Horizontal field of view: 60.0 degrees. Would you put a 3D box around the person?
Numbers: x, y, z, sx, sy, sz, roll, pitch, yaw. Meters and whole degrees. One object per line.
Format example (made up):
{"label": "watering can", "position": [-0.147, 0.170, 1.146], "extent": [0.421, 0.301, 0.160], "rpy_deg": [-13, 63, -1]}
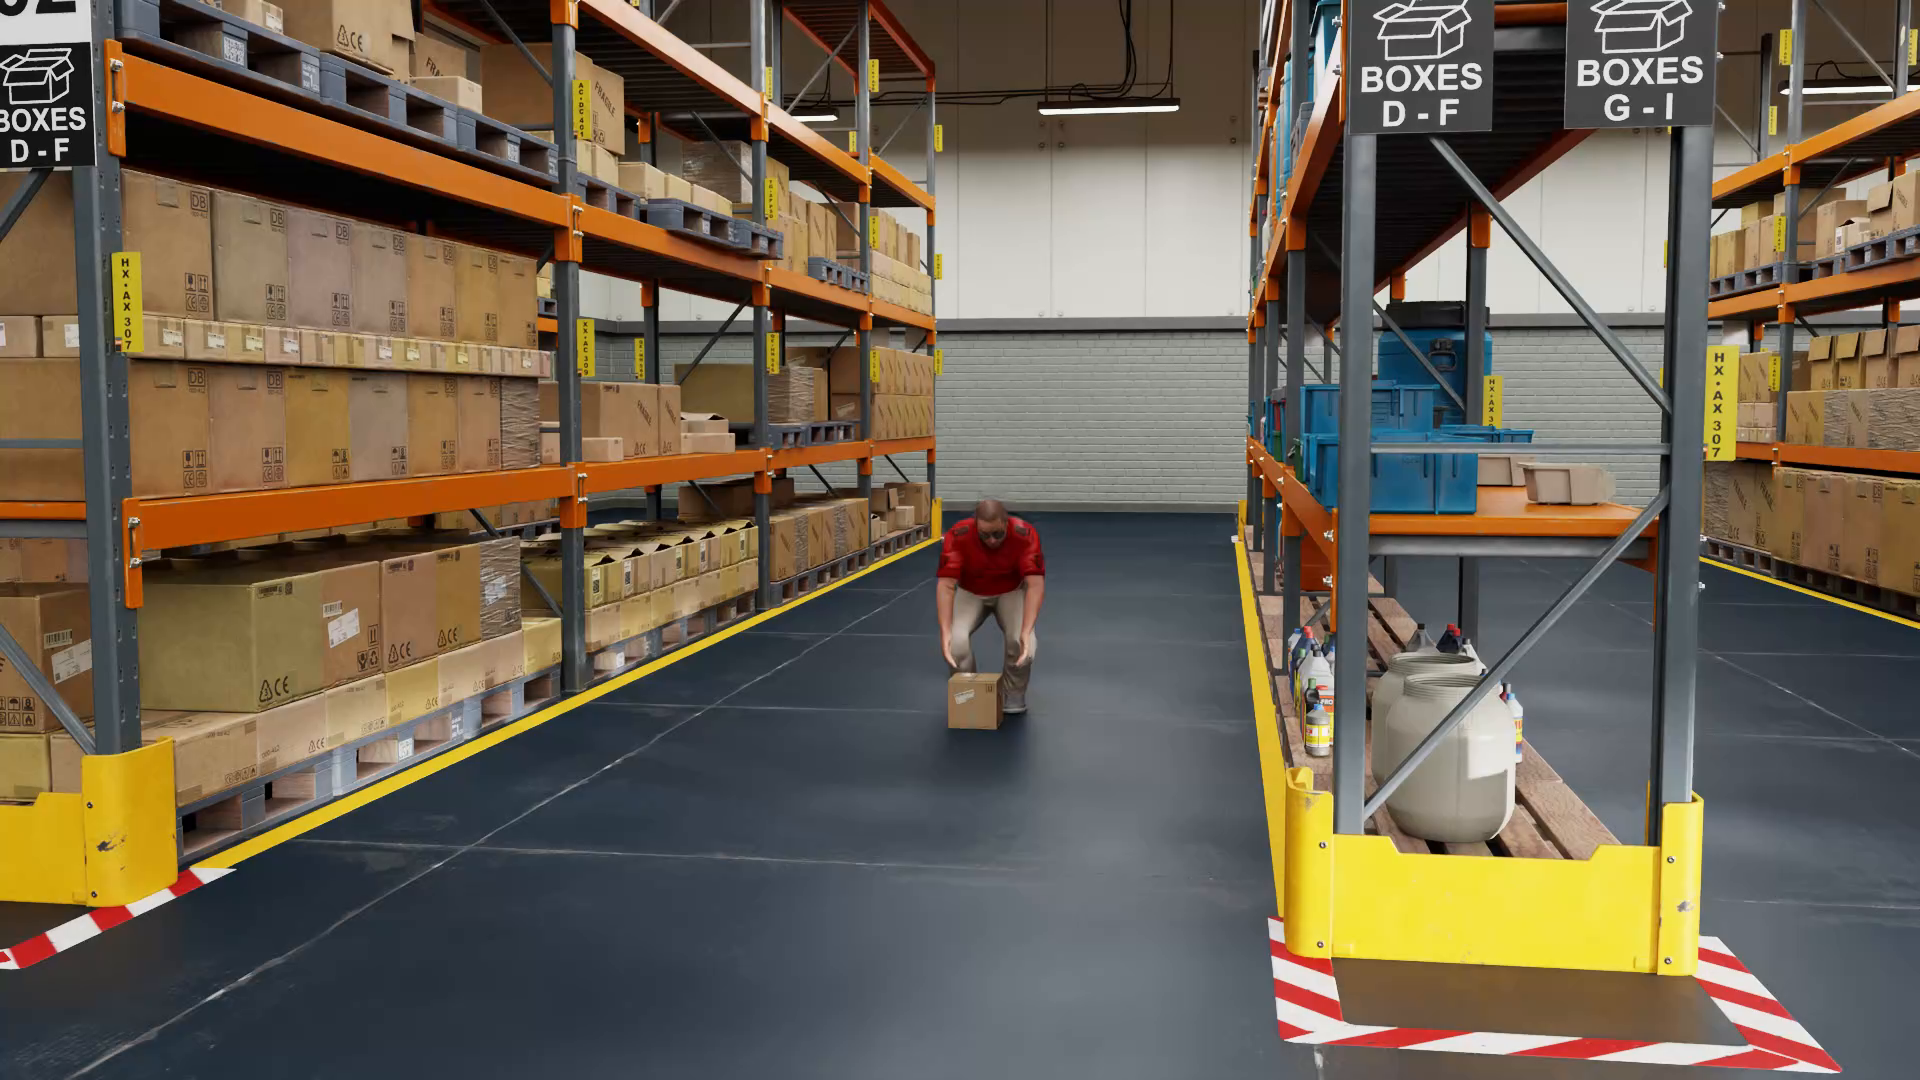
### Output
{"label": "person", "position": [0.133, 0.320, 8.793], "extent": [0.475, 1.244, 0.925], "rpy_deg": [1, 4, 7]}
